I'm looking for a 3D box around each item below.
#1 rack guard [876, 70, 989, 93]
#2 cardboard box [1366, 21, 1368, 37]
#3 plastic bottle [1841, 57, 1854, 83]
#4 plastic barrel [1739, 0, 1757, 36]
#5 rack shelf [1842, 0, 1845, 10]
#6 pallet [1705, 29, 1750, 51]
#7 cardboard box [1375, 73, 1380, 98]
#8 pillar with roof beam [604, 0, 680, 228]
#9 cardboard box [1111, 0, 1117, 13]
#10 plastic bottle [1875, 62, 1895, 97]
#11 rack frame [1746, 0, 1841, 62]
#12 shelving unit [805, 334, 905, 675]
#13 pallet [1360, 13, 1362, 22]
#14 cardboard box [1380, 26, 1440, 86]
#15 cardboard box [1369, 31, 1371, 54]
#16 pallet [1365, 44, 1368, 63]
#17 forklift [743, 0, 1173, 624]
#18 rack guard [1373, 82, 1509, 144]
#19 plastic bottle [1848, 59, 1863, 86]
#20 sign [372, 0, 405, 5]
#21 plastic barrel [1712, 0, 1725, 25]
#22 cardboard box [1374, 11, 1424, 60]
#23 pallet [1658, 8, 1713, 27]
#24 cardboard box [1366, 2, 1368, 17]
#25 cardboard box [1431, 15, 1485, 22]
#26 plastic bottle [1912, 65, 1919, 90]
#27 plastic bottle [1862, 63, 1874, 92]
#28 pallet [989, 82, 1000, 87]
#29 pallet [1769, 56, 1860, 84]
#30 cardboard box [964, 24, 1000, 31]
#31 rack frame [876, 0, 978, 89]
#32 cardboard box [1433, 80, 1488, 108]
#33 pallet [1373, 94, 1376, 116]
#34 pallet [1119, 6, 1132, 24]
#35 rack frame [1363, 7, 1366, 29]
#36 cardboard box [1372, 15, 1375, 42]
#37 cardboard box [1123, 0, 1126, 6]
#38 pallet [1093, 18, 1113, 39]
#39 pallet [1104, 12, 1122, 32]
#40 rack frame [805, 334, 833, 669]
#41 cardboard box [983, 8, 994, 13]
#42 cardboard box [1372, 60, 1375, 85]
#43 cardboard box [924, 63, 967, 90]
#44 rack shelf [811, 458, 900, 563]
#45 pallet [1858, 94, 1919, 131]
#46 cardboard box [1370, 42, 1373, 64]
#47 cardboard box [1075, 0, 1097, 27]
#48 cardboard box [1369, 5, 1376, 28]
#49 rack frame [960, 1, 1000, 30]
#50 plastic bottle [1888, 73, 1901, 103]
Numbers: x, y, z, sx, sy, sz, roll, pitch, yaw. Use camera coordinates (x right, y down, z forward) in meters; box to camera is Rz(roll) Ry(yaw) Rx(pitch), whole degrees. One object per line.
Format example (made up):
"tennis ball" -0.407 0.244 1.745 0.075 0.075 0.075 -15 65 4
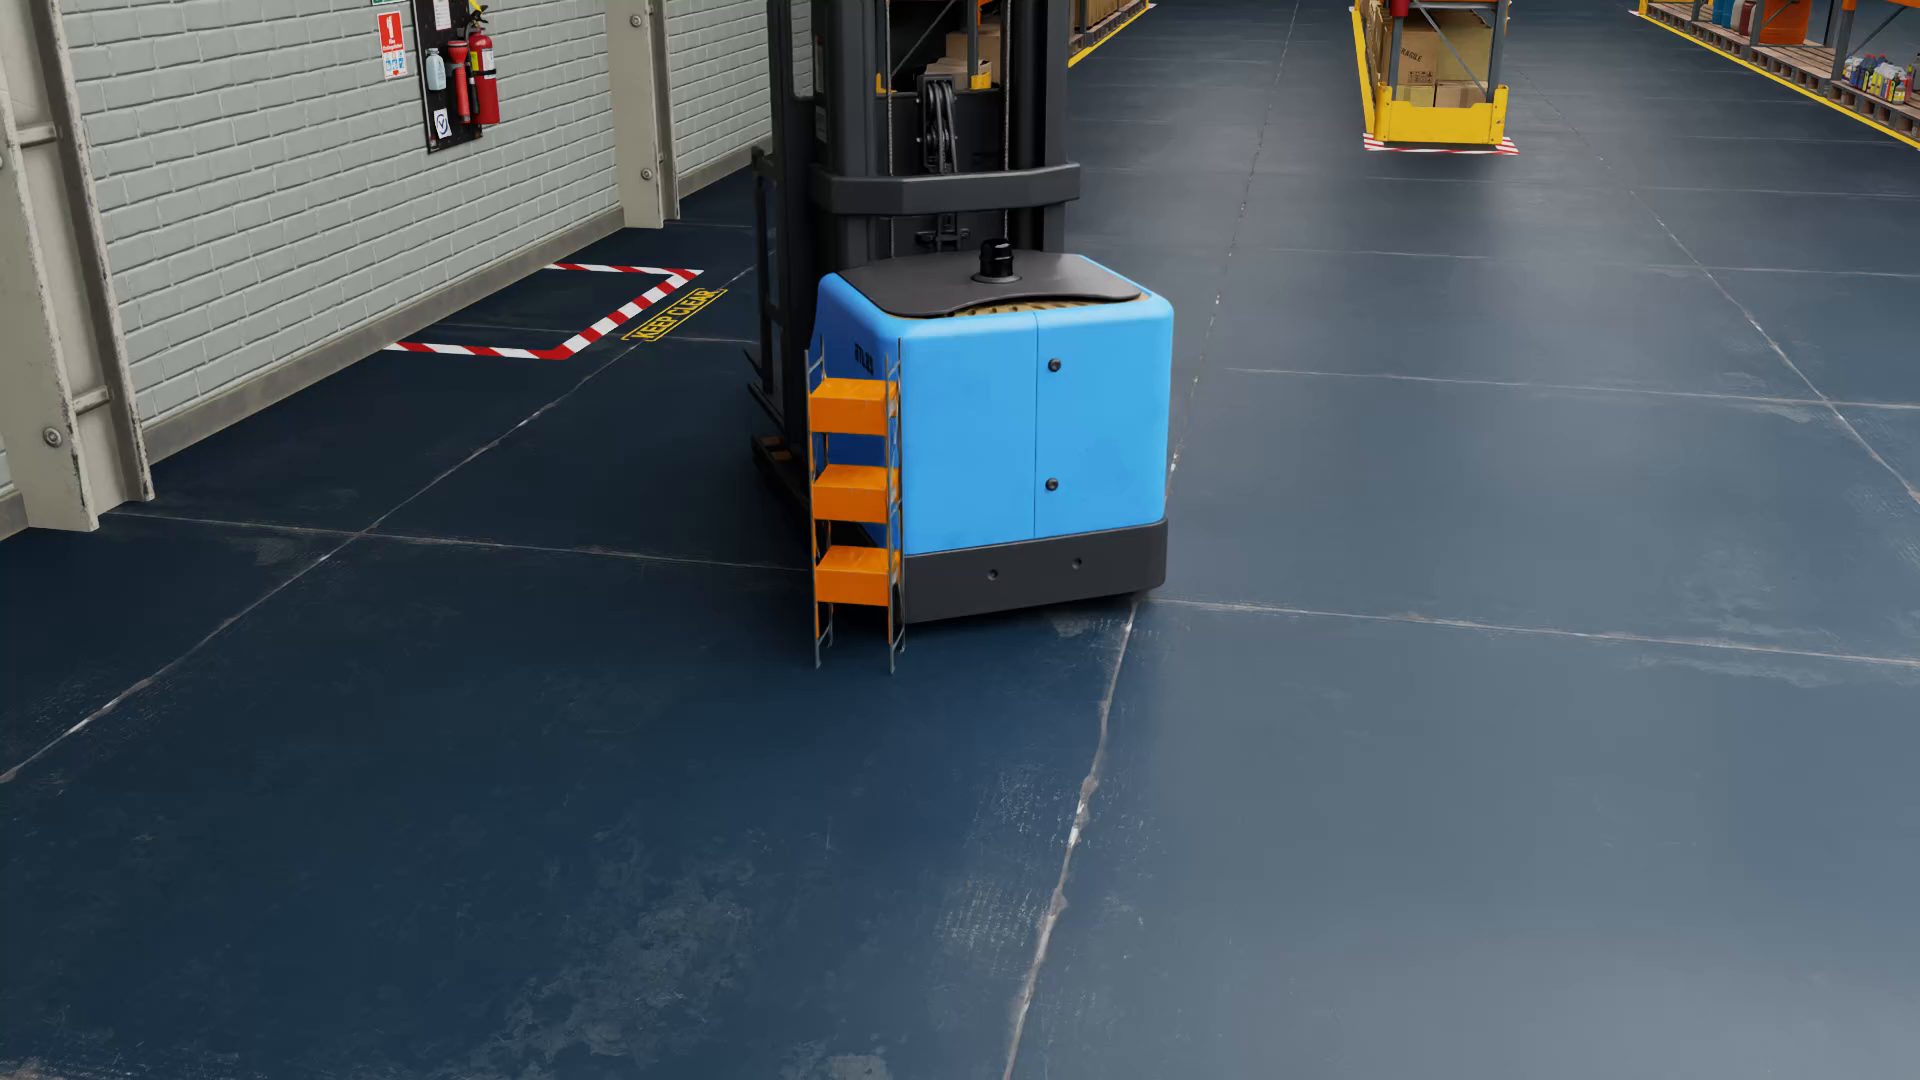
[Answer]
"rack guard" -0.305 -4.442 16.714 1.175 0.500 0.348 4 22 11
"cardboard box" 5.767 -6.873 22.524 0.500 0.250 0.500 4 22 11
"plastic bottle" 9.700 -5.137 18.156 0.097 0.271 0.097 0 22 0
"plastic barrel" 11.324 -7.414 23.412 0.600 0.588 0.708 4 22 11
"rack shelf" 10.602 -6.679 19.886 1.077 0.370 4.000 4 22 11
"pallet" 11.381 -7.187 23.917 1.003 0.211 1.213 4 22 11
"cardboard box" 4.440 -4.519 16.678 0.500 0.250 0.500 4 22 11
"pillar with roof beam" 1.965 -6.156 9.593 9.100 9.000 0.400 4 22 11
"cardboard box" 2.122 -8.912 26.783 0.750 0.750 0.750 5 22 12
"plastic bottle" 9.460 -4.701 16.967 0.144 0.351 0.185 5 23 13
"rack frame" 11.010 -7.744 21.567 1.000 3.000 0.127 4 22 11
"shelving unit" -0.321 -0.104 5.206 0.252 1.050 0.215 4 22 9
"pallet" 7.366 -8.991 28.396 1.003 0.211 1.213 4 22 11
"cardboard box" 4.348 -4.684 16.082 0.500 0.500 0.500 4 22 11
"cardboard box" 5.461 -6.311 21.128 0.500 0.250 0.500 5 22 12
"pallet" 5.956 -6.532 22.289 1.003 0.211 1.213 4 22 11
"forklift" -0.241 -1.604 6.414 1.130 2.935 3.031 -7 23 -18
"rack guard" 4.525 -4.029 15.689 1.175 0.500 0.348 4 22 11
"plastic bottle" 9.661 -5.019 17.857 0.152 0.276 0.135 5 23 13
"sign" -2.995 -2.870 8.706 0.001 0.109 0.331 4 22 11
"plastic barrel" 11.699 -8.231 25.022 0.600 0.901 0.708 4 22 11
"cardboard box" 4.741 -5.416 17.901 0.500 0.500 0.500 4 22 11
"pallet" 12.185 -8.633 27.507 1.003 0.211 1.213 4 22 11
"cardboard box" 6.543 -8.276 25.646 0.500 0.500 0.500 5 22 12
"cardboard box" 5.165 -5.192 17.345 0.500 0.500 0.500 4 22 11
"plastic bottle" 10.155 -4.897 17.553 0.152 0.276 0.135 4 22 11
"plastic bottle" 9.510 -4.836 17.392 0.061 0.283 0.133 5 23 13
"pallet" 0.146 -5.047 18.603 1.003 0.211 1.213 4 22 11
"pallet" 10.563 -5.726 20.288 1.003 0.211 1.213 4 22 11
"cardboard box" 0.323 -5.699 19.245 0.500 0.500 0.500 3 22 7
"rack frame" -0.321 -5.574 16.178 1.000 3.000 0.127 4 22 11
"cardboard box" 4.857 -4.296 16.124 0.500 0.250 0.500 4 22 11
"pallet" 4.896 -4.632 17.572 1.003 0.211 1.213 4 22 11
"pallet" 2.360 -8.941 28.272 1.003 0.211 1.213 4 22 11
"rack frame" 6.978 -9.586 26.141 1.000 3.000 0.127 4 22 11
"cardboard box" 5.248 -6.201 20.102 0.500 0.311 0.500 5 22 12
"cardboard box" 2.487 -9.447 28.579 0.700 0.500 0.500 4 22 10
"pallet" 1.797 -7.933 25.770 1.003 0.211 1.213 4 22 11
"pallet" 2.044 -8.381 26.881 1.003 0.211 1.213 4 22 11
"rack frame" -0.441 -0.111 5.225 0.008 1.050 0.200 4 22 9
"cardboard box" 0.686 -6.545 21.345 0.700 0.500 0.500 4 22 10
"cardboard box" 4.740 -5.068 18.041 0.500 0.250 0.500 4 22 11
"cardboard box" -0.092 -4.777 17.209 0.500 0.311 0.500 2 22 5
"rack shelf" -0.321 -0.094 5.210 0.240 0.259 0.215 4 22 9
"pallet" 9.769 -4.298 16.743 1.003 0.211 1.213 4 22 11
"cardboard box" 5.146 -5.754 19.743 0.500 0.250 0.500 4 22 10
"cardboard box" 1.590 -7.956 24.409 0.750 0.750 0.750 4 22 10
"cardboard box" 5.562 -6.755 21.478 0.500 0.311 0.500 4 22 9
"rack frame" 0.495 -7.037 19.810 1.000 3.000 0.127 4 22 11
"plastic bottle" 9.329 -4.512 16.588 0.061 0.283 0.133 5 22 12
